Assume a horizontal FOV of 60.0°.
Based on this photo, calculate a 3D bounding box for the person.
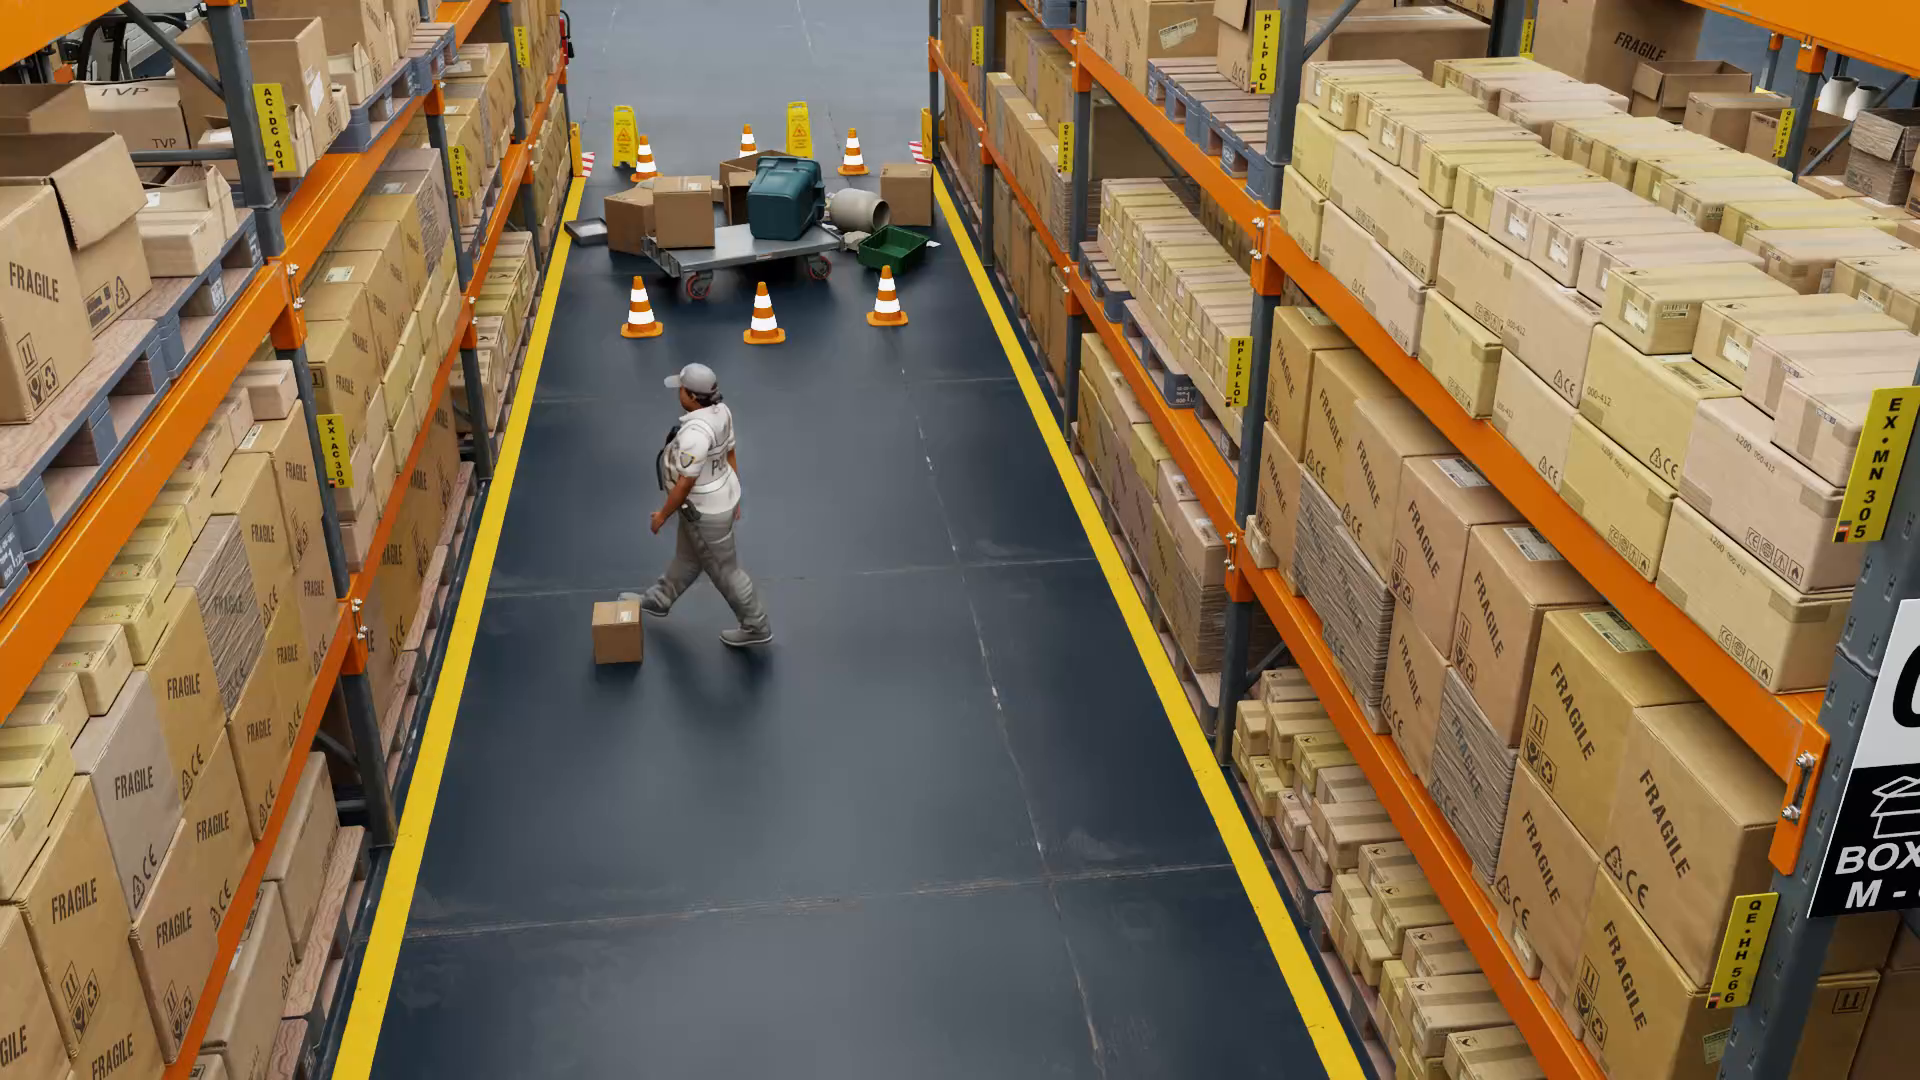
[{"bbox_3d":[-1.499,-0.183,8.945,0.926,1.626,0.485,2,27,4],"label":"person"}]
